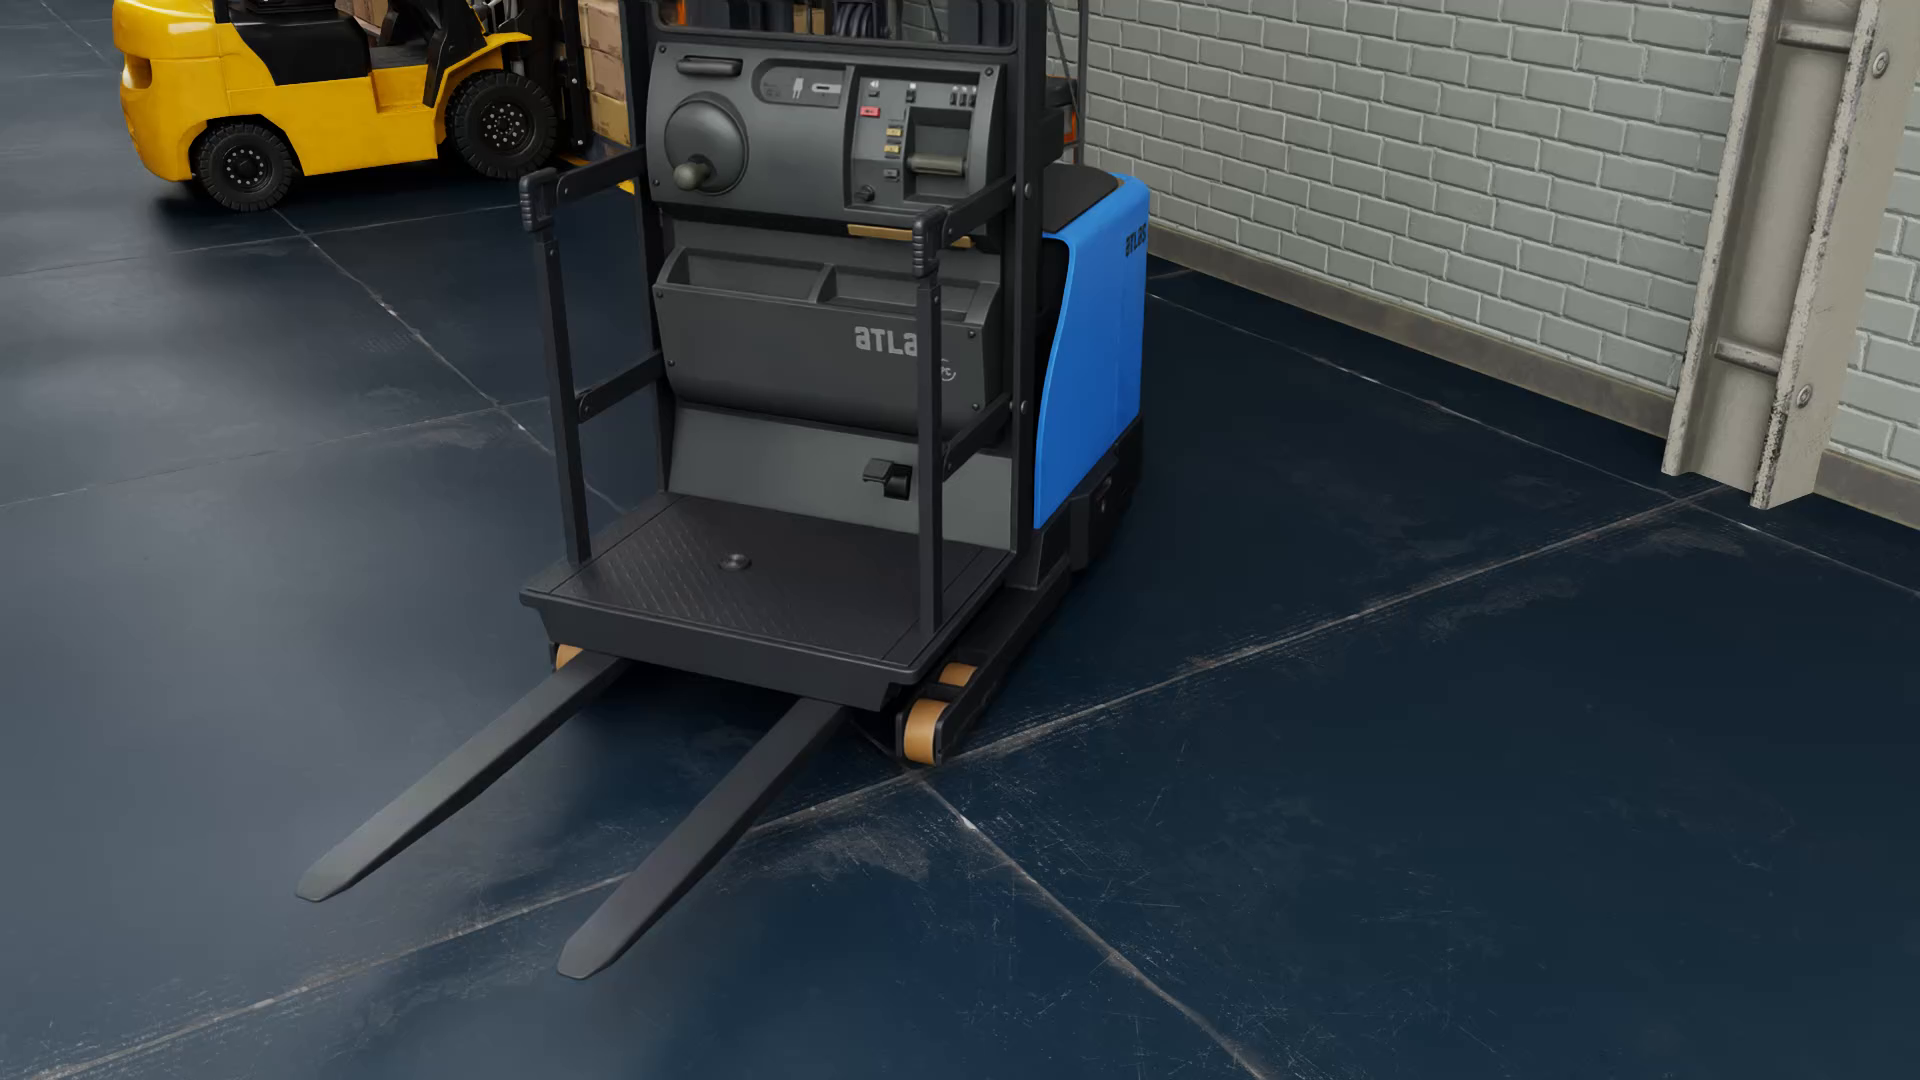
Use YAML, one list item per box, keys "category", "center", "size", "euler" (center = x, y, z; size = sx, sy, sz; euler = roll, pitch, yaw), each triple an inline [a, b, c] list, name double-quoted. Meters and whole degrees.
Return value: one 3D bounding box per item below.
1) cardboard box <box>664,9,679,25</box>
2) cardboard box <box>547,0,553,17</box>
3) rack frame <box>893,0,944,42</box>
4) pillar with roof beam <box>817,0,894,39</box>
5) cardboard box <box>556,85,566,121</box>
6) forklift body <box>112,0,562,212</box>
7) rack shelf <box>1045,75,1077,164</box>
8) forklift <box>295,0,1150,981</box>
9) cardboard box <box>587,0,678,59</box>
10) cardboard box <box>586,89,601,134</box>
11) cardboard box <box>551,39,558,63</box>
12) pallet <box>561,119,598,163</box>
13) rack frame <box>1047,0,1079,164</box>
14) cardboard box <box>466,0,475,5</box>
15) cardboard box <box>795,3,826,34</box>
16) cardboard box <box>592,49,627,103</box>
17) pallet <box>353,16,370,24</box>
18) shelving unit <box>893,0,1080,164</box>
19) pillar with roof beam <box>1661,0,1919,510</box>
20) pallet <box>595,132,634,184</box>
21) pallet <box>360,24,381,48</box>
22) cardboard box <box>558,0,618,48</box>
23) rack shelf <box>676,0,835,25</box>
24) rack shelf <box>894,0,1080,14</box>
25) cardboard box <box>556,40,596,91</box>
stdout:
- category: "cardboard box"
  center: [-1.504, -2.739, 9.095]
  size: [0.500, 0.250, 0.500]
  euler: [-14, 29, -28]
- category: "cardboard box"
  center: [-2.341, -3.281, 10.244]
  size: [0.500, 0.250, 0.500]
  euler: [-16, 30, -31]
- category: "rack frame"
  center: [-0.096, -1.403, 5.763]
  size: [0.015, 2.100, 0.400]
  euler: [17, 30, 32]
- category: "pillar with roof beam"
  center: [-4.223, -5.417, 6.183]
  size: [9.100, 9.000, 0.400]
  euler: [-16, 29, -30]
- category: "cardboard box"
  center: [-2.344, -2.831, 10.461]
  size: [0.500, 0.250, 0.500]
  euler: [-15, 29, -28]
- category: "forklift body"
  center: [-3.555, -3.117, 9.334]
  size: [2.313, 2.155, 1.214]
  euler: [-16, 29, -30]
- category: "rack shelf"
  center: [0.102, -1.330, 5.639]
  size: [0.480, 0.518, 0.431]
  euler: [17, 30, 32]
- category: "forklift"
  center: [-0.345, -1.061, 4.064]
  size: [1.130, 2.935, 3.464]
  euler: [10, 27, 20]
- category: "cardboard box"
  center: [-1.787, -2.920, 9.479]
  size: [0.500, 0.250, 0.500]
  euler: [-15, 29, -29]
- category: "cardboard box"
  center: [-2.041, -2.650, 10.079]
  size: [0.500, 0.250, 0.500]
  euler: [-15, 29, -29]
- category: "cardboard box"
  center: [-2.353, -3.063, 10.369]
  size: [0.500, 0.250, 0.500]
  euler: [-16, 29, -30]
- category: "pallet"
  center: [-2.105, -2.687, 10.694]
  size: [1.003, 0.211, 1.213]
  euler: [-16, 29, -30]
- category: "rack frame"
  center: [0.300, -1.281, 5.504]
  size: [0.006, 1.831, 0.380]
  euler: [17, 30, 32]
- category: "cardboard box"
  center: [-3.173, -3.831, 11.410]
  size: [0.500, 0.250, 0.500]
  euler: [-16, 30, -30]
- category: "cardboard box"
  center: [-1.095, -2.863, 9.358]
  size: [0.500, 0.250, 0.500]
  euler: [-16, 30, -30]
- category: "cardboard box"
  center: [-1.783, -2.704, 9.607]
  size: [0.500, 0.250, 0.500]
  euler: [-16, 30, -30]
- category: "pallet"
  center: [-4.941, -4.545, 14.630]
  size: [1.003, 0.211, 1.213]
  euler: [-16, 29, -30]
- category: "shelving unit"
  center: [0.100, -1.343, 5.634]
  size: [0.499, 2.100, 0.431]
  euler: [17, 30, 32]
- category: "pillar with roof beam"
  center: [-0.947, -3.271, 1.637]
  size: [9.100, 9.000, 0.400]
  euler: [-16, 29, -30]
- category: "pallet"
  center: [-1.444, -2.251, 9.771]
  size: [1.003, 0.211, 1.213]
  euler: [-16, 29, -30]
- category: "pallet"
  center: [-4.280, -4.109, 13.707]
  size: [1.003, 0.211, 1.213]
  euler: [-16, 29, -30]
- category: "cardboard box"
  center: [-2.071, -3.098, 9.857]
  size: [0.500, 0.250, 0.500]
  euler: [-15, 29, -29]
- category: "rack shelf"
  center: [-2.083, -3.638, 10.285]
  size: [1.077, 0.370, 4.000]
  euler: [-16, 29, -30]
- category: "rack shelf"
  center: [0.102, -1.963, 5.340]
  size: [0.480, 0.518, 0.431]
  euler: [17, 30, 32]
- category: "cardboard box"
  center: [-2.083, -2.883, 9.988]
  size: [0.500, 0.250, 0.500]
  euler: [-16, 30, -31]
